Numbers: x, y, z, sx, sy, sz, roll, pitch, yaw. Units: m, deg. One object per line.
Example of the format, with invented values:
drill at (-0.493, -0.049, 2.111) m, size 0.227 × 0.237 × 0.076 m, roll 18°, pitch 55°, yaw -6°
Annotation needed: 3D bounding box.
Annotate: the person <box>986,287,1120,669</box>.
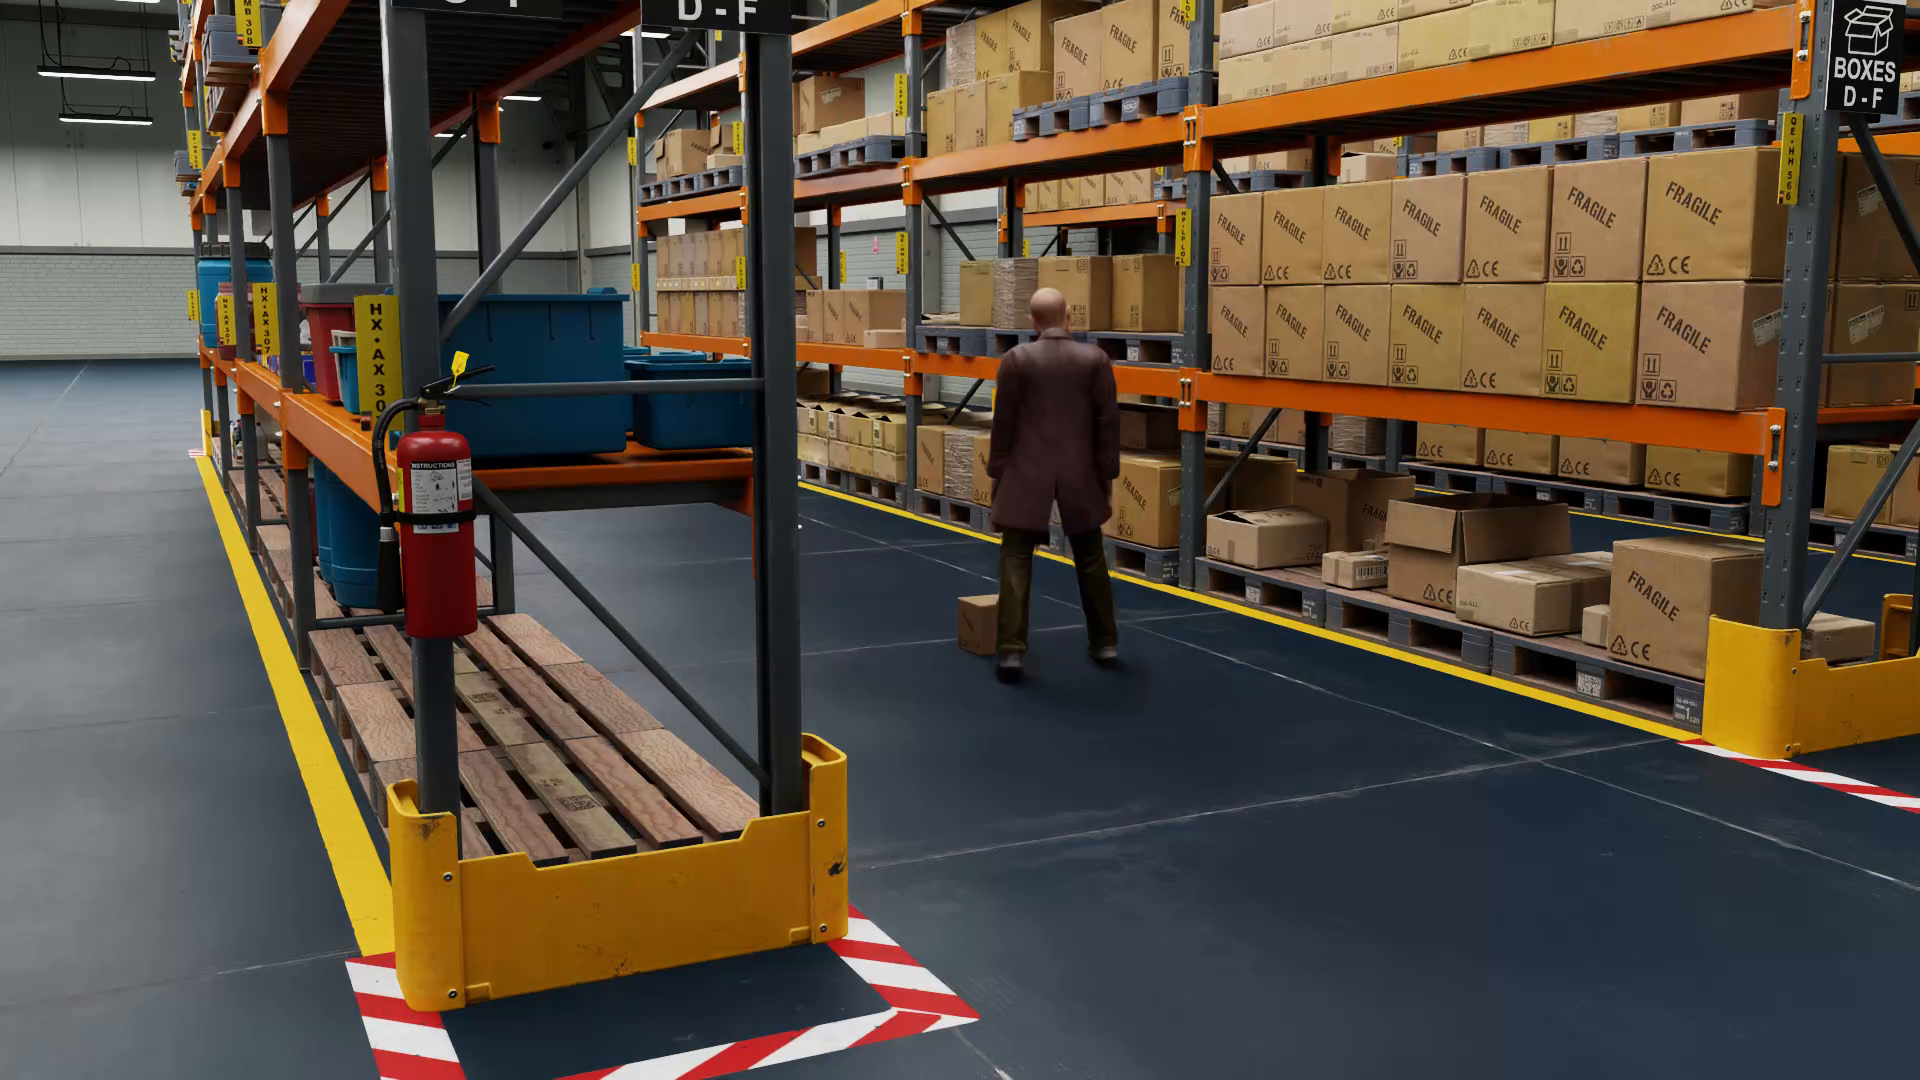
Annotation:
person at (0.444, -0.276, 7.732) m, size 0.651 × 1.771 × 0.630 m, roll -1°, pitch 8°, yaw -8°
